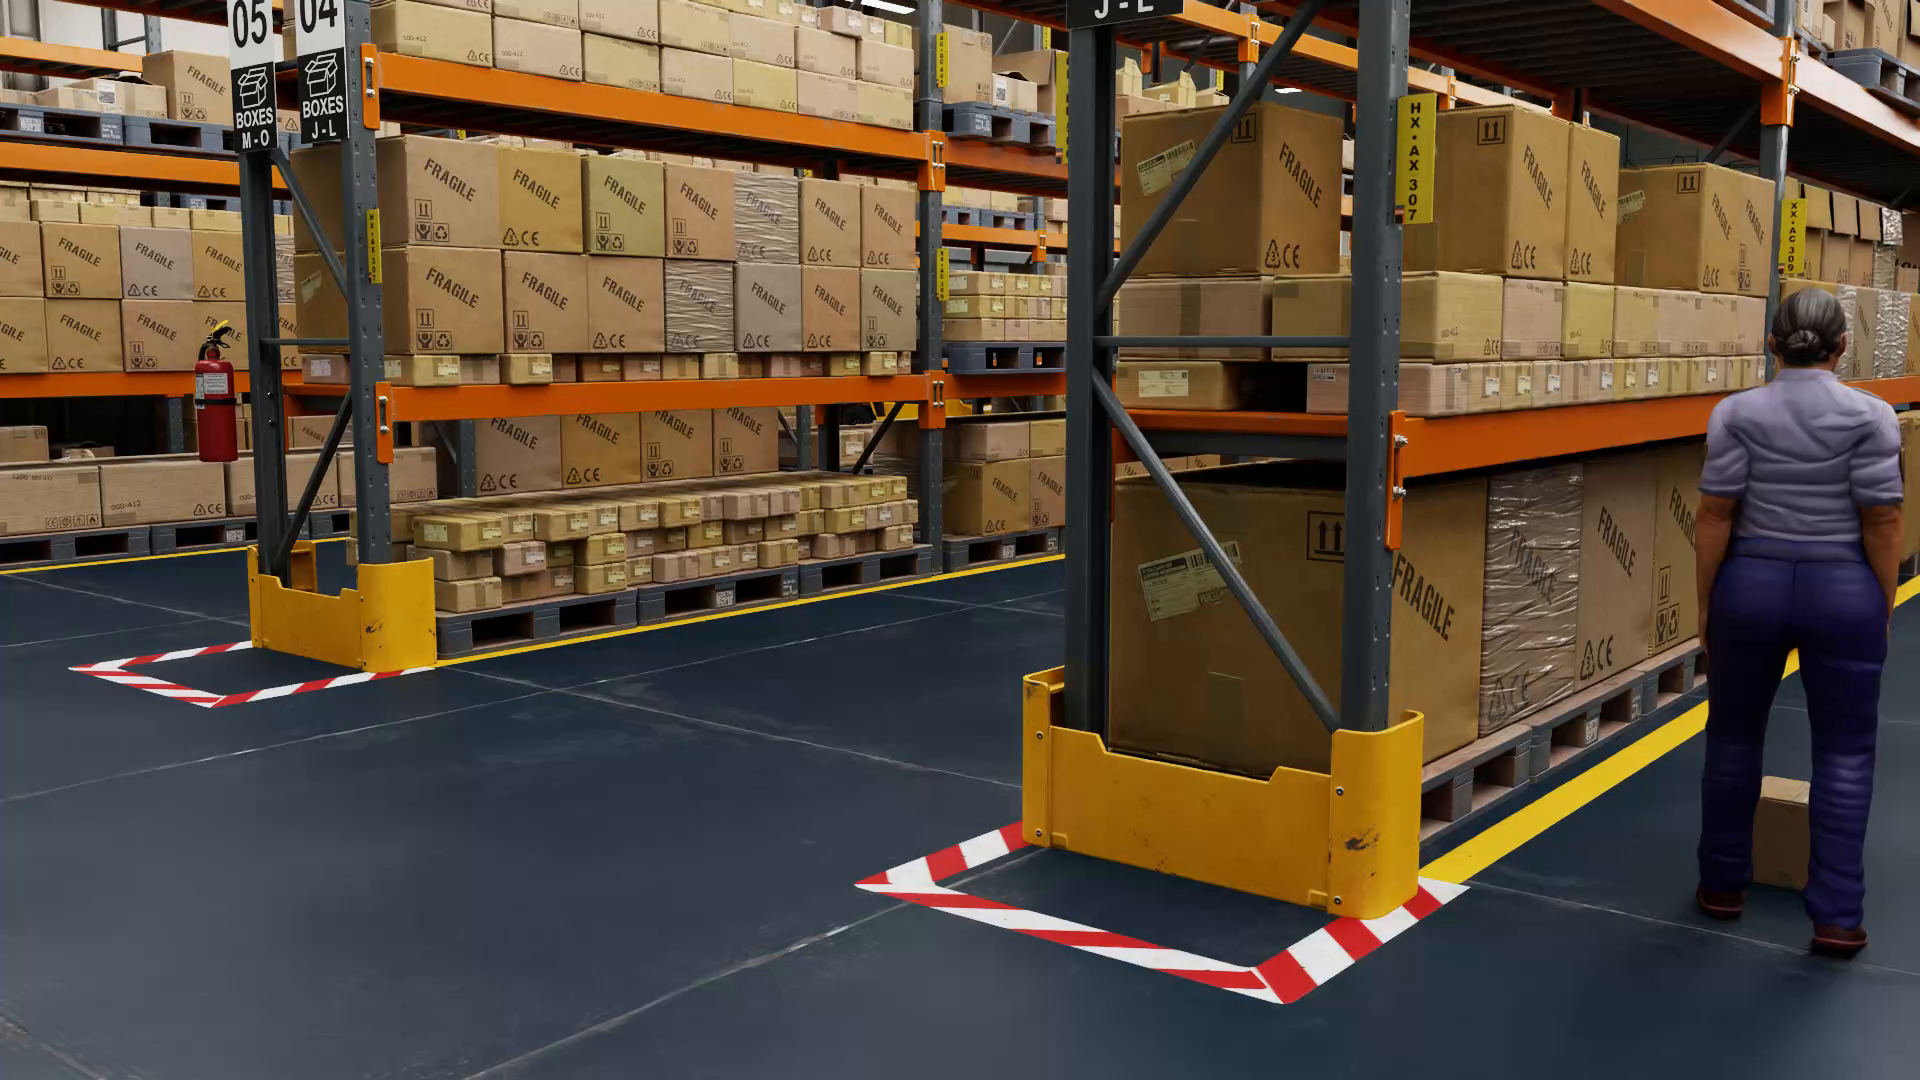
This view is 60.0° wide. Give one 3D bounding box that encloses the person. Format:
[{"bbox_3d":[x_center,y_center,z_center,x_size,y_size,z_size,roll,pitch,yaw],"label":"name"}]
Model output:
[{"bbox_3d":[2.133,0.193,4.257,0.471,1.661,0.460,4,8,32],"label":"person"}]
